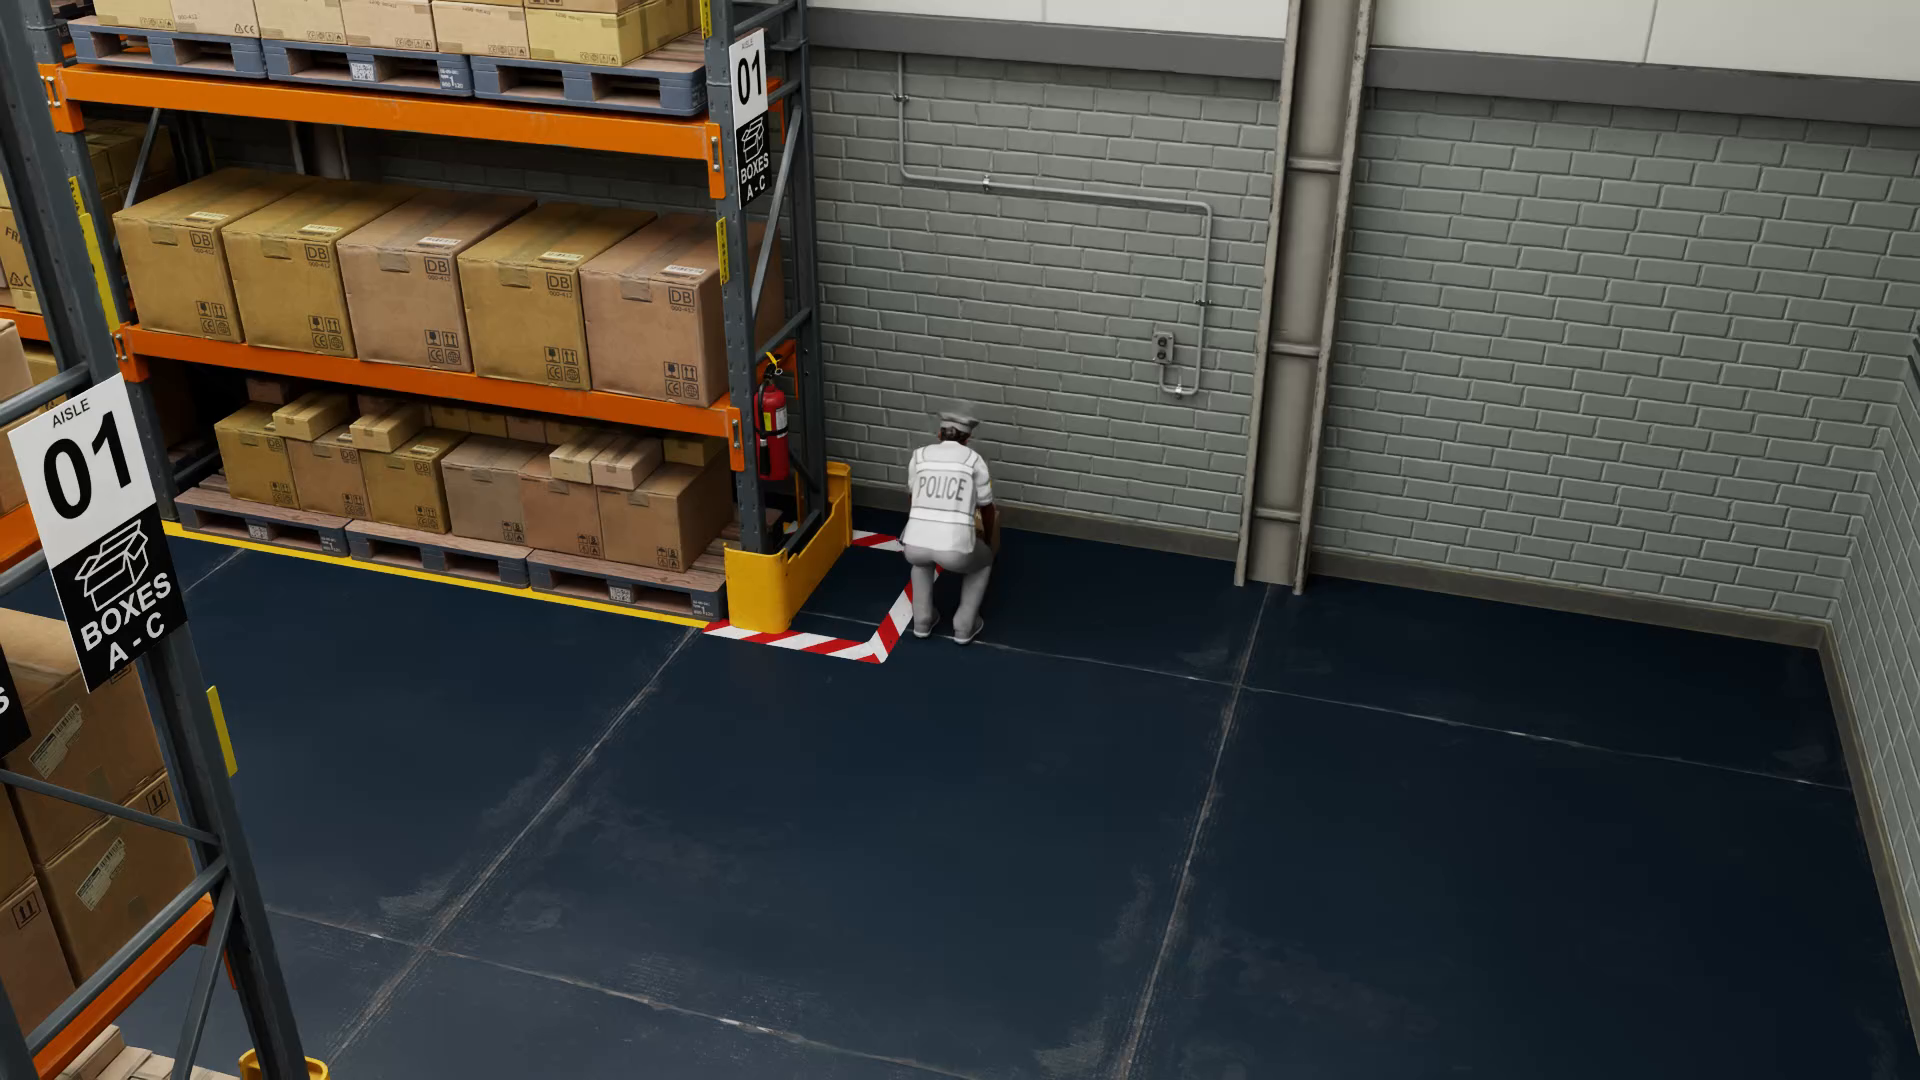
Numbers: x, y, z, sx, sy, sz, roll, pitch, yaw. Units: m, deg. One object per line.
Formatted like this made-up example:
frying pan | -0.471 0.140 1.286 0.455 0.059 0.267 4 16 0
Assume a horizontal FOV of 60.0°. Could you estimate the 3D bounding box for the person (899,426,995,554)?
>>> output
person | -0.093 -0.180 9.006 0.490 0.849 0.742 9 31 15
